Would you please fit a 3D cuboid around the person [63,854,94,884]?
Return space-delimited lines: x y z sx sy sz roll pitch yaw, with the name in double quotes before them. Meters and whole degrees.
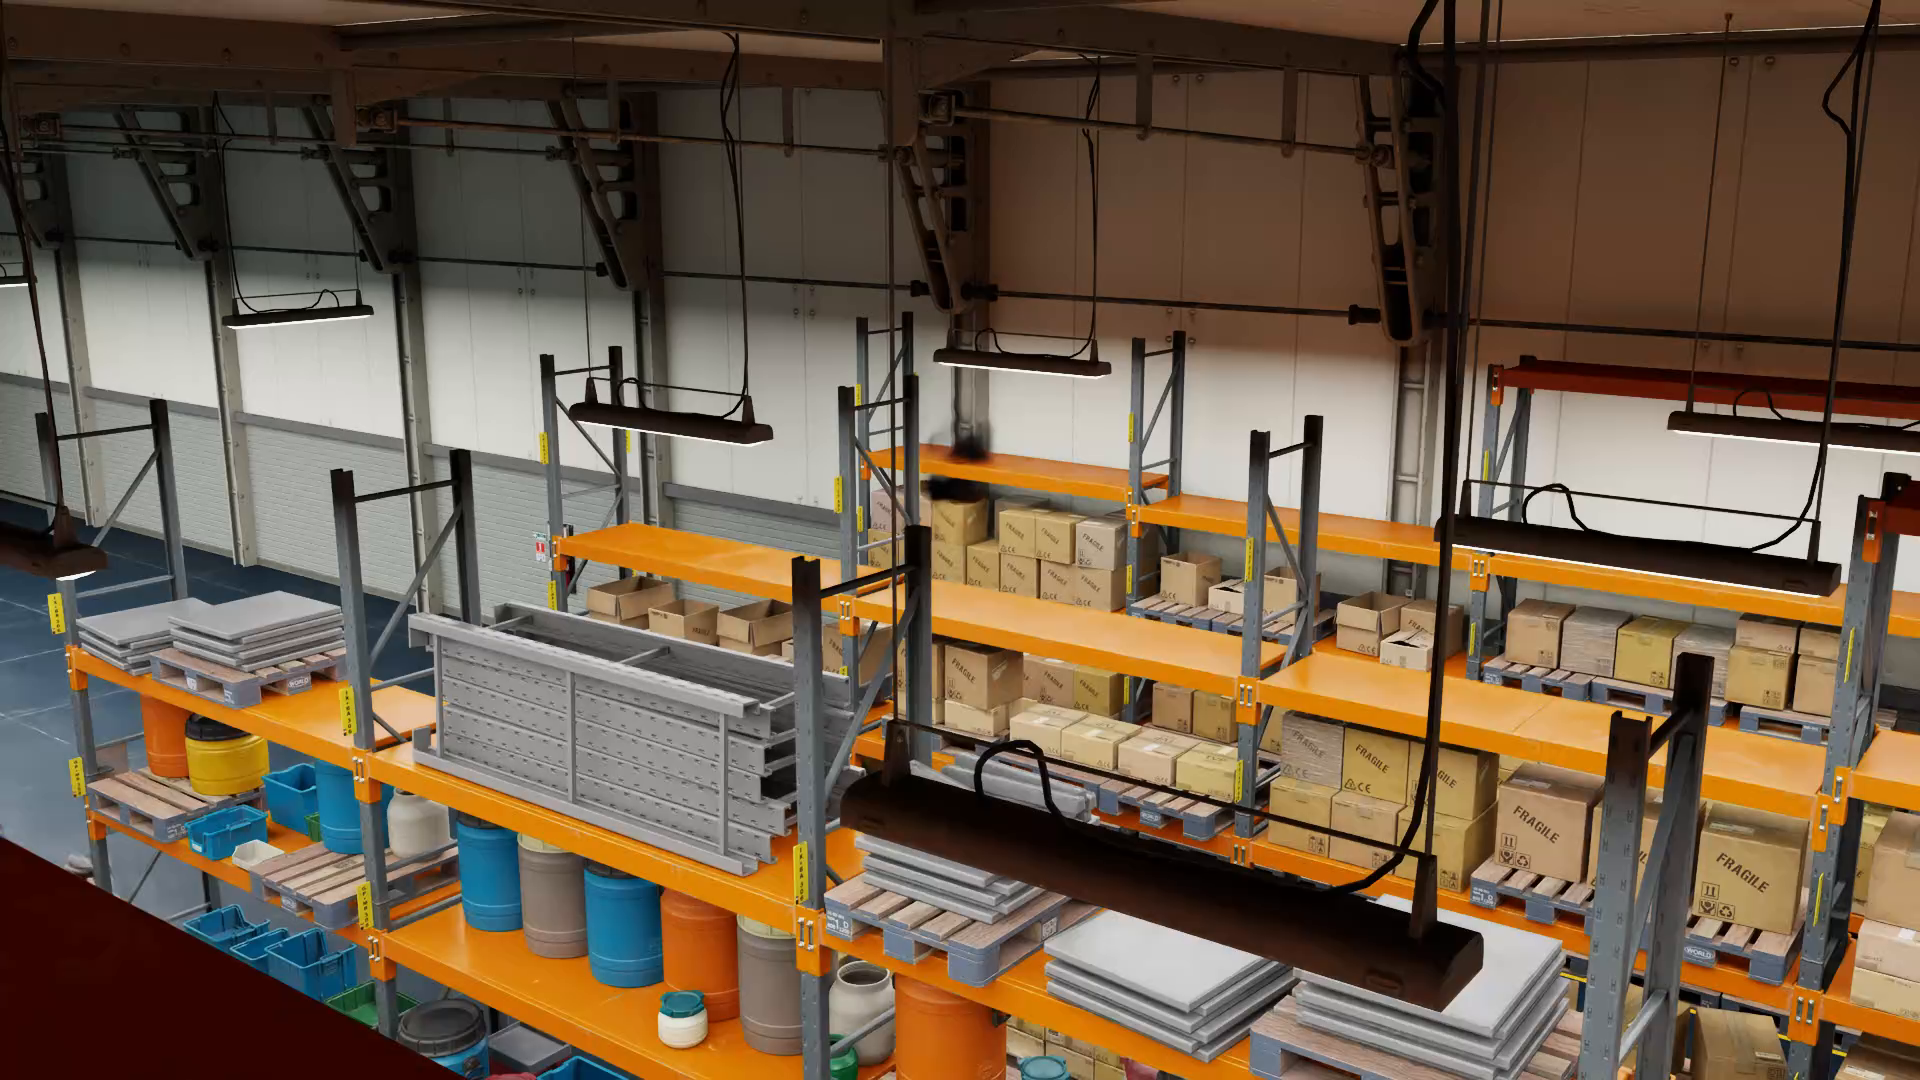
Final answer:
"person" -8.130 3.715 15.507 0.949 1.691 0.616 -5 14 -19
